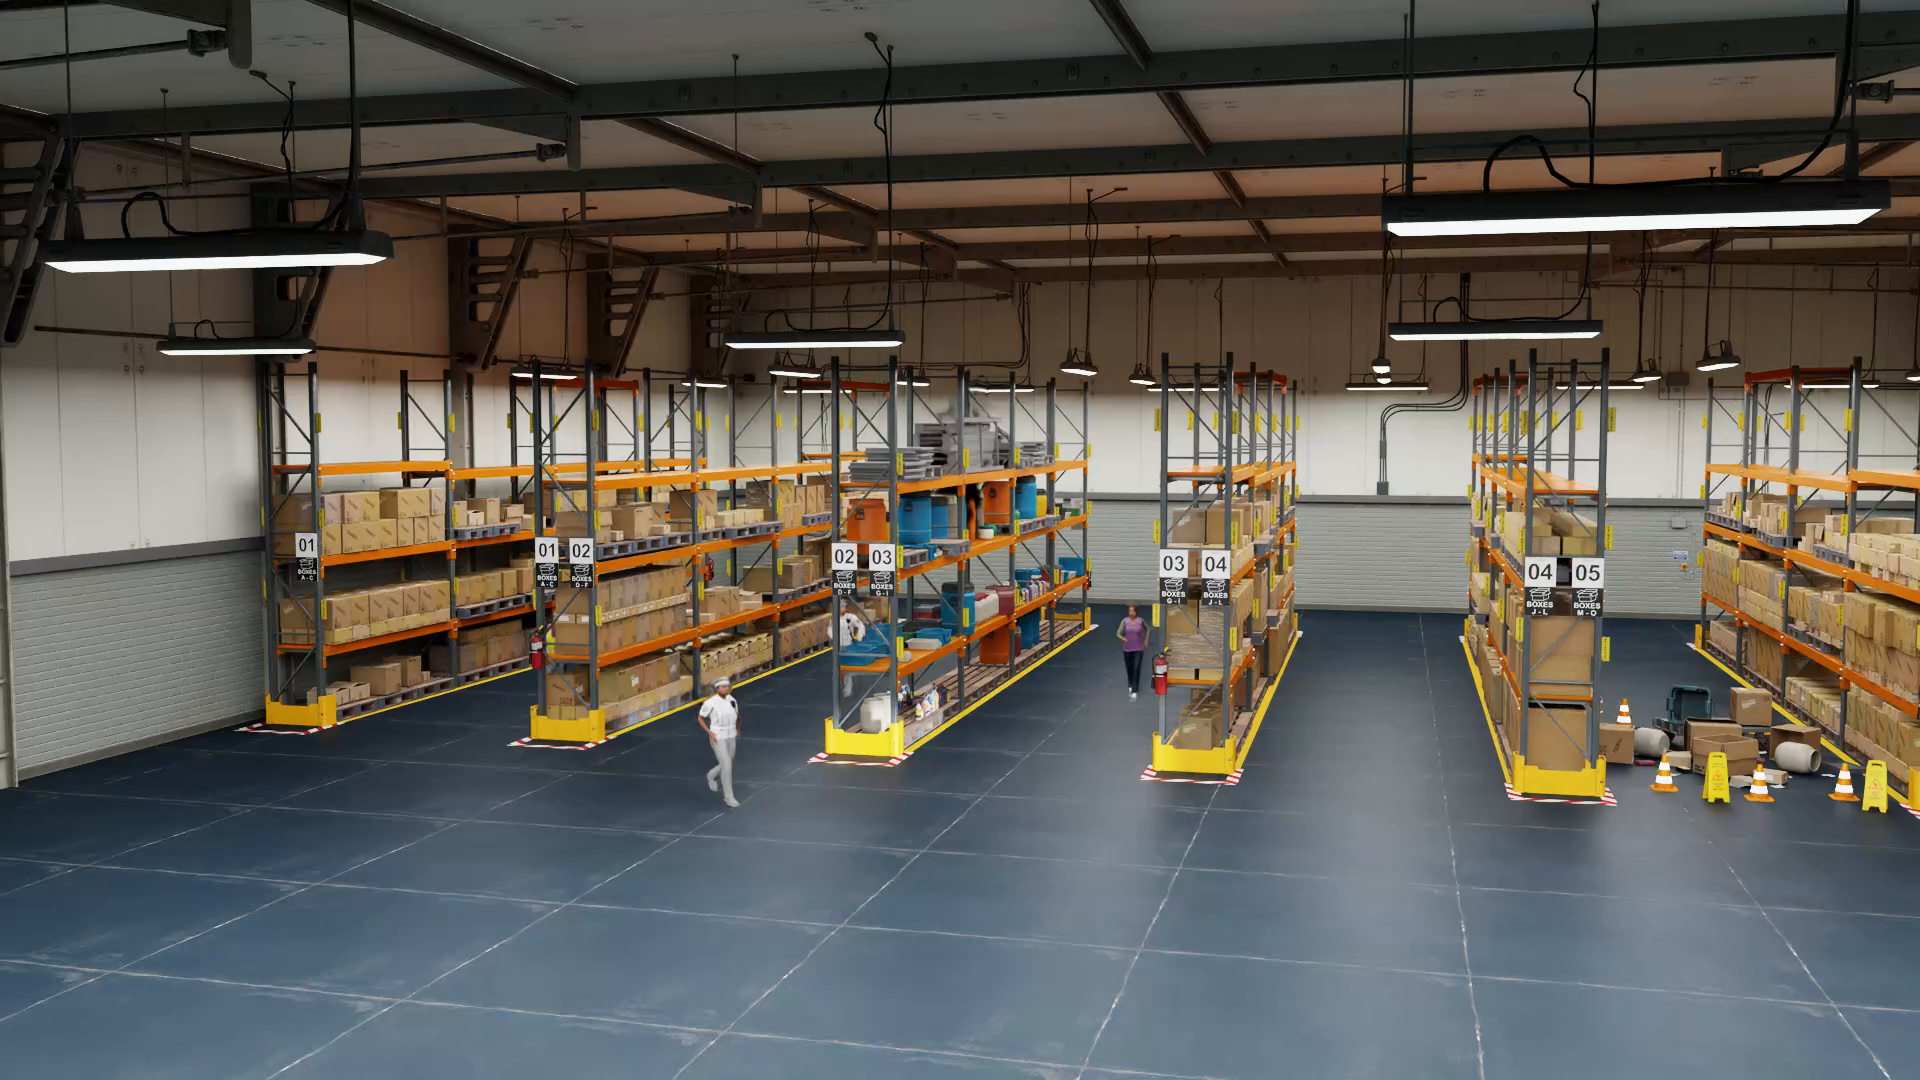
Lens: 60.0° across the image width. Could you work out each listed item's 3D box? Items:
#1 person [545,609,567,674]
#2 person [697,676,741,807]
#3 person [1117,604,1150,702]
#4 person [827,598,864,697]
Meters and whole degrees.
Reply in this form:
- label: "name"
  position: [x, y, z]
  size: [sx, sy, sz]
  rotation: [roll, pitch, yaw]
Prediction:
- label: "person"
  position: [-7.079, 2.069, 29.159]
  size: [0.692, 1.737, 0.660]
  rotation: [0, 4, 0]
- label: "person"
  position: [-3.157, 2.624, 21.968]
  size: [0.587, 1.697, 0.779]
  rotation: [-4, 6, -43]
- label: "person"
  position: [2.944, 1.901, 28.318]
  size: [0.557, 1.618, 0.821]
  rotation: [1, 4, 11]
- label: "person"
  position: [-2.005, 1.863, 28.779]
  size: [0.578, 1.725, 0.728]
  rotation: [1, 4, 16]
